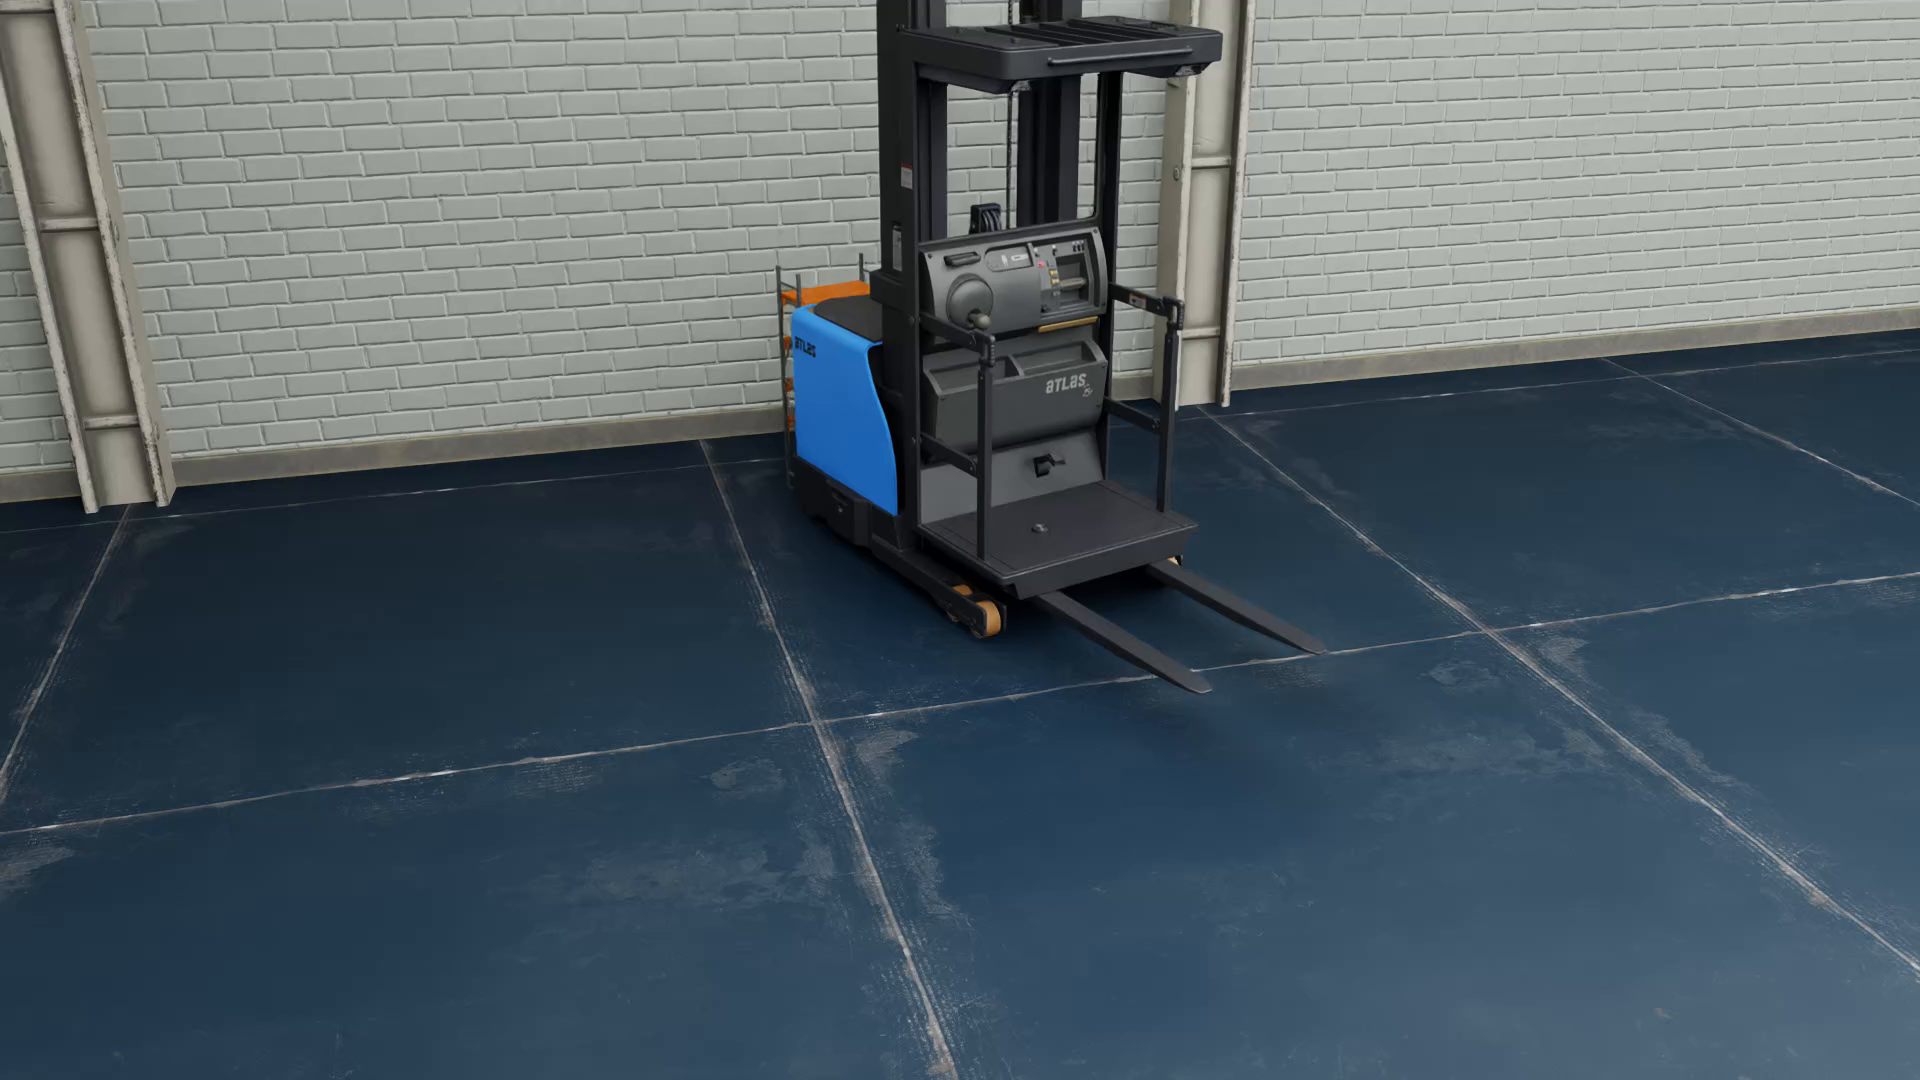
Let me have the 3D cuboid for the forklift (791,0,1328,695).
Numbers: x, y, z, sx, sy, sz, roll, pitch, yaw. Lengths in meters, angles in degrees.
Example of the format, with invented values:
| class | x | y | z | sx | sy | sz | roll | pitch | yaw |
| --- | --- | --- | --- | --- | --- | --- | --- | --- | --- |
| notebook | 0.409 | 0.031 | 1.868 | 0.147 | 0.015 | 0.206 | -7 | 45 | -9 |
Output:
| class | x | y | z | sx | sy | sz | roll | pitch | yaw |
| --- | --- | --- | --- | --- | --- | --- | --- | --- | --- |
| forklift | 0.372 | -1.130 | 7.166 | 1.130 | 2.935 | 3.031 | -14 | 27 | -30 |

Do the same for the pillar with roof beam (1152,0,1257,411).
| class | x | y | z | sx | sy | sz | roll | pitch | yaw |
| --- | --- | --- | --- | --- | --- | --- | --- | --- | --- |
| pillar with roof beam | 2.580 | -3.357 | 4.661 | 0.400 | 9.000 | 9.100 | -6 | 24 | -14 |

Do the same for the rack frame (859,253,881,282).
| class | x | y | z | sx | sy | sz | roll | pitch | yaw |
| --- | --- | --- | --- | --- | --- | --- | --- | --- | --- |
| rack frame | -0.452 | -0.911 | 8.845 | 0.015 | 1.200 | 0.240 | -14 | 26 | -30 |

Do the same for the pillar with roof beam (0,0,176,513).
| class | x | y | z | sx | sy | sz | roll | pitch | yaw |
| --- | --- | --- | --- | --- | --- | --- | --- | --- | --- |
| pillar with roof beam | -3.197 | -2.718 | 3.171 | 0.400 | 9.000 | 9.100 | -6 | 24 | -14 |

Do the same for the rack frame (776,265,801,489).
| class | x | y | z | sx | sy | sz | roll | pitch | yaw |
| --- | --- | --- | --- | --- | --- | --- | --- | --- | --- |
| rack frame | -0.861 | -0.806 | 8.601 | 0.015 | 1.200 | 0.240 | -14 | 26 | -30 |

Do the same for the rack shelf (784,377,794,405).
| class | x | y | z | sx | sy | sz | roll | pitch | yaw |
| --- | --- | --- | --- | --- | --- | --- | --- | --- | --- |
| rack shelf | -0.656 | -0.796 | 8.749 | 0.480 | 0.148 | 0.258 | -14 | 26 | -30 |

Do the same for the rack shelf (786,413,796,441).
| class | x | y | z | sx | sy | sz | roll | pitch | yaw |
| --- | --- | --- | --- | --- | --- | --- | --- | --- | --- |
| rack shelf | -0.654 | -0.613 | 8.824 | 0.480 | 0.148 | 0.258 | -14 | 26 | -30 |

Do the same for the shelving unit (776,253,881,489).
| class | x | y | z | sx | sy | sz | roll | pitch | yaw |
| --- | --- | --- | --- | --- | --- | --- | --- | --- | --- |
| shelving unit | -0.657 | -0.858 | 8.723 | 0.503 | 1.200 | 0.258 | -14 | 26 | -30 |

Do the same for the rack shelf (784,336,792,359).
| class | x | y | z | sx | sy | sz | roll | pitch | yaw |
| --- | --- | --- | --- | --- | --- | --- | --- | --- | --- |
| rack shelf | -0.658 | -1.003 | 8.663 | 0.480 | 0.148 | 0.258 | -14 | 26 | -30 |

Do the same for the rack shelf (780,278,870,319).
| class | x | y | z | sx | sy | sz | roll | pitch | yaw |
| --- | --- | --- | --- | --- | --- | --- | --- | --- | --- |
| rack shelf | -0.660 | -1.222 | 8.573 | 0.480 | 0.148 | 0.258 | -14 | 26 | -30 |
